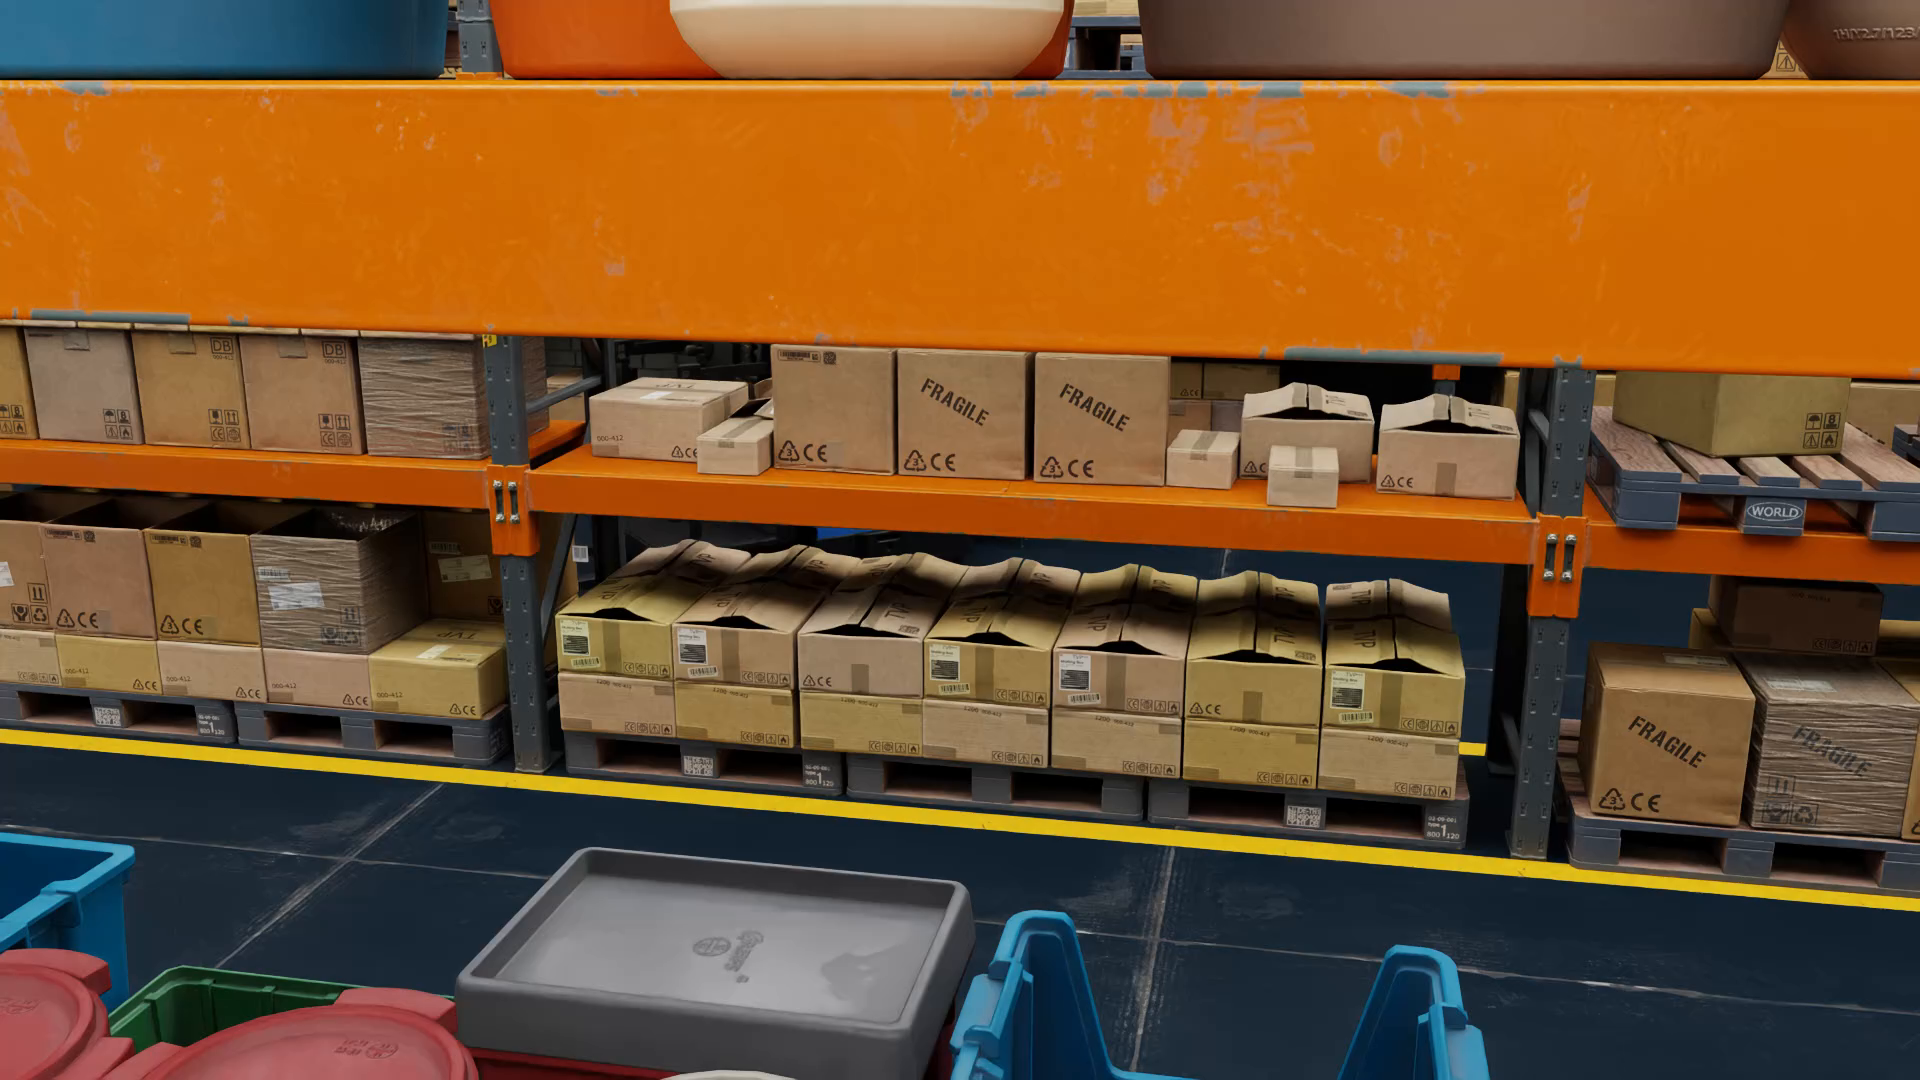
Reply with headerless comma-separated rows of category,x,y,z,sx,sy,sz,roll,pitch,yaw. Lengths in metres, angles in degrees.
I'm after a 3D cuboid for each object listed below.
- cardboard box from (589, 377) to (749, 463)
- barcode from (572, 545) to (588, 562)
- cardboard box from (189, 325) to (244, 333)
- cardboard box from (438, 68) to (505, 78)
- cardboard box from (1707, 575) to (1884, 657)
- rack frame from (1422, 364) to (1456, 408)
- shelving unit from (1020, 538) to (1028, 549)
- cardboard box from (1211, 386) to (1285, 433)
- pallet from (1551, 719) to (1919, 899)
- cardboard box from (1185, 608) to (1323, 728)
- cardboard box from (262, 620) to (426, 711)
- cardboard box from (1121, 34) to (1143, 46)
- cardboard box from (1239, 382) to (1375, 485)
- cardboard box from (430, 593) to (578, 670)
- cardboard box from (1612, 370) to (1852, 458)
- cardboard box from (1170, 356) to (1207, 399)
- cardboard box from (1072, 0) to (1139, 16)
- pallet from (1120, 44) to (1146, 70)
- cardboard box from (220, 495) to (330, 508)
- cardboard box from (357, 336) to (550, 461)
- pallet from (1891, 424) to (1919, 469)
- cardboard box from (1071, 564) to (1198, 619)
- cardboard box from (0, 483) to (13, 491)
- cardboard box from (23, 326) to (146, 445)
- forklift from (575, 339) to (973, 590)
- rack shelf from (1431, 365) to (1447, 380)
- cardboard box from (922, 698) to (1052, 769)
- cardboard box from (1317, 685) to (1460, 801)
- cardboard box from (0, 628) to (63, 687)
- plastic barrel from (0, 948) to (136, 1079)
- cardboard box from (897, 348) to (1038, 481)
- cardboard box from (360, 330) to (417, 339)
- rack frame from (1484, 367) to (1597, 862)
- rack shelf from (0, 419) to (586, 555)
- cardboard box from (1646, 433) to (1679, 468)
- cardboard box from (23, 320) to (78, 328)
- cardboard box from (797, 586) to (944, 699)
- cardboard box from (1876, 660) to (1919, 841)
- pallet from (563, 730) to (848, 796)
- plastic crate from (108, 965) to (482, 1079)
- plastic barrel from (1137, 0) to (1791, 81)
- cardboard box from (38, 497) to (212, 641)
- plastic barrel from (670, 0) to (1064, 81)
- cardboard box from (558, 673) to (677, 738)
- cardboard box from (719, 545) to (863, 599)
cardboard box,-1.213,-0.509,6.993,0.500,0.250,0.500,4,16,15
barcode,-1.537,0.056,6.731,0.075,0.075,0.001,3,16,11
cardboard box,-3.010,-0.970,6.973,0.250,0.149,0.380,3,16,11
cardboard box,-3.334,-3.461,11.524,0.500,0.500,0.500,4,16,14
cardboard box,3.235,0.238,6.468,0.500,0.250,0.500,4,16,13
rack frame,3.199,-1.680,10.937,0.127,3.000,1.000,3,16,11
shelving unit,0.162,-0.569,10.300,0.503,1.200,0.258,3,16,11
cardboard box,2.001,-0.770,11.510,0.500,0.500,0.700,3,16,11
pallet,2.939,1.010,6.451,1.213,0.211,1.003,3,16,11
cardboard box,1.142,0.479,6.456,0.500,0.311,0.500,3,16,10
cardboard box,-2.690,0.530,7.325,0.500,0.250,0.500,3,16,11
cardboard box,1.007,-3.473,10.818,0.500,0.500,0.500,3,16,9
cardboard box,1.378,-0.439,6.625,0.500,0.311,0.500,3,16,10
cardboard box,-2.098,0.422,7.713,0.500,0.250,0.500,3,16,11
cardboard box,2.855,-0.630,6.174,0.500,0.500,0.700,-2,16,-8
cardboard box,1.432,-1.146,11.464,0.500,0.250,0.500,3,16,11
cardboard box,0.684,-2.025,6.060,0.500,0.250,0.500,3,16,10
pallet,0.880,-3.133,10.914,1.003,0.211,1.213,3,16,11
cardboard box,-3.076,0.005,7.814,0.500,0.500,0.500,3,16,11
cardboard box,-2.141,-0.667,7.092,0.500,0.500,0.700,3,16,10
pallet,4.122,-0.189,5.915,1.213,0.211,1.003,3,16,11
cardboard box,0.745,0.311,7.065,0.500,0.311,0.500,3,16,10
cardboard box,-5.039,-0.097,8.183,0.500,0.500,0.500,3,16,11
cardboard box,-3.652,-0.748,7.385,0.500,0.500,0.700,4,16,13
forklift,-1.451,-1.173,9.235,3.031,2.935,1.130,-9,18,-30
rack shelf,1.239,-1.439,11.417,4.000,0.370,1.077,3,16,11
cardboard box,0.149,0.694,6.731,0.500,0.250,0.500,3,16,12
cardboard box,1.651,0.775,6.440,0.500,0.250,0.500,3,16,12
cardboard box,-4.162,0.453,7.603,0.500,0.250,0.500,3,16,11
plastic barrel,-1.082,0.781,1.799,0.433,0.535,0.433,0,15,0
cardboard box,0.052,-0.545,6.653,0.500,0.500,0.500,3,16,11
cardboard box,-2.255,-0.929,6.826,0.250,0.149,0.380,3,16,10
rack frame,2.215,-0.384,6.258,0.127,3.000,1.000,3,16,11
rack shelf,-3.664,-0.356,7.506,4.000,0.370,1.077,3,16,11
cardboard box,4.750,-0.724,10.729,0.750,0.750,0.750,3,16,11
cardboard box,-3.776,-1.011,7.120,0.250,0.149,0.380,3,16,12
cardboard box,-0.352,0.398,6.748,0.500,0.311,0.500,3,16,9
cardboard box,3.609,0.762,5.979,0.500,0.500,0.500,3,16,10
pallet,-0.975,0.776,7.294,1.213,0.211,1.003,3,16,11
plastic crate,-0.932,0.820,2.310,0.662,0.188,0.450,3,16,11
plastic barrel,0.463,-0.876,1.476,0.600,0.901,0.600,0,15,0
cardboard box,-3.674,0.119,7.402,0.500,0.500,0.500,3,16,11
plastic barrel,-0.068,-0.474,1.223,0.301,0.262,0.301,0,15,0
cardboard box,-1.359,0.613,7.026,0.500,0.250,0.500,3,16,10
cardboard box,-0.739,0.229,7.361,0.500,0.311,0.500,4,16,13
